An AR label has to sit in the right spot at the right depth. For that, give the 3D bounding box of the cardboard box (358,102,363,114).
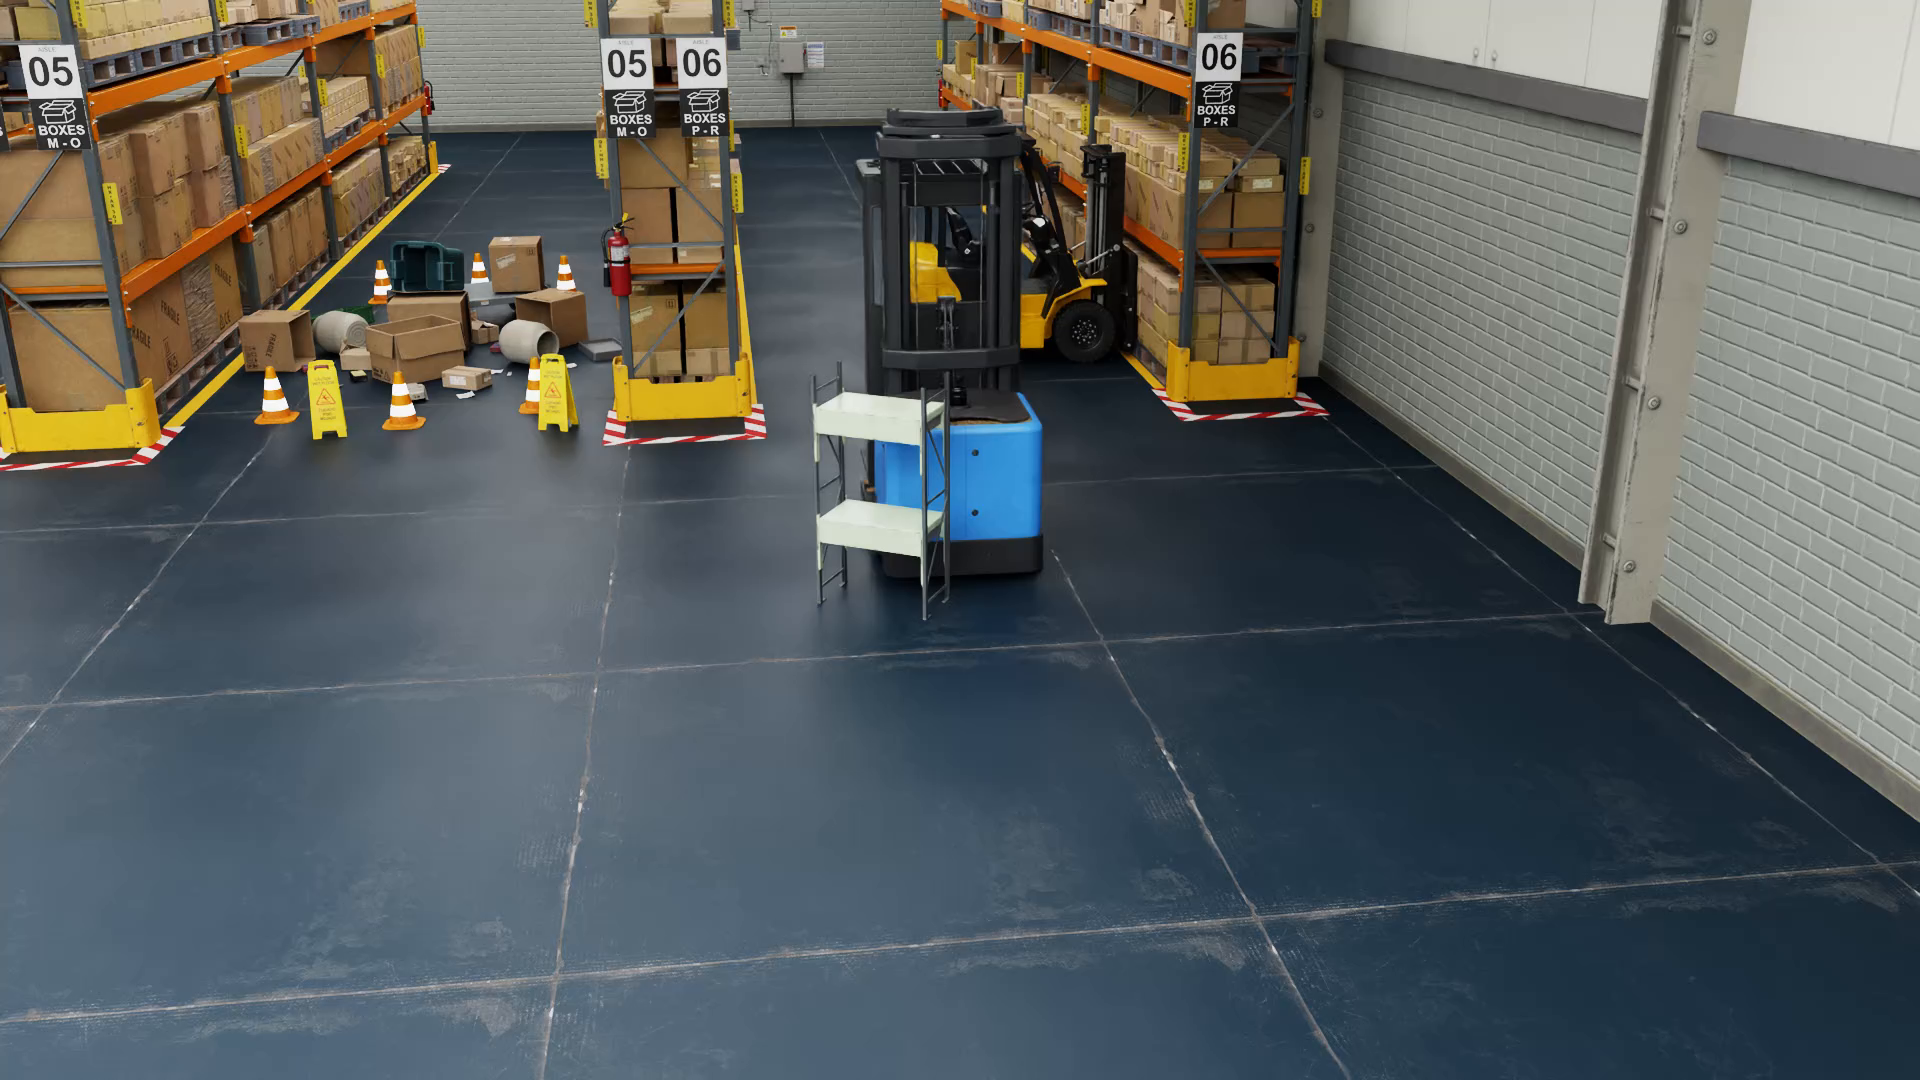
[{"bbox_3d":[-8.711,-6.142,23.633,0.380,0.149,0.250,-3,21,-8],"label":"cardboard box"}]

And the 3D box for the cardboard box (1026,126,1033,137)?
[{"bbox_3d":[1.158,-5.282,21.786,0.500,0.250,0.500,-3,21,-8],"label":"cardboard box"}]

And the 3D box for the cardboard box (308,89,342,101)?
[{"bbox_3d":[-8.526,-5.965,22.307,0.380,0.149,0.250,-2,21,-6],"label":"cardboard box"}]

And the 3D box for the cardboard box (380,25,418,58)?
[{"bbox_3d":[-9.301,-8.261,27.549,0.500,0.500,0.500,-3,21,-9],"label":"cardboard box"}]

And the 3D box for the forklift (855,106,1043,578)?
[{"bbox_3d":[-0.155,-1.602,11.817,1.130,2.935,3.031,-3,21,-7],"label":"forklift"}]

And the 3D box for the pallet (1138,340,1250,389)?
[{"bbox_3d":[2.337,-1.705,15.979,1.003,0.211,1.213,-3,21,-8],"label":"pallet"}]

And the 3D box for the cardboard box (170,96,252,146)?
[{"bbox_3d":[-8.037,-4.462,17.804,0.700,0.500,0.500,-3,21,-9],"label":"cardboard box"}]

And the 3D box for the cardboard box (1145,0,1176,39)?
[{"bbox_3d":[2.135,-4.945,15.495,0.700,0.500,0.500,-3,21,-7],"label":"cardboard box"}]

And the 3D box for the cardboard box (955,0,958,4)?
[{"bbox_3d":[0.123,-8.918,27.378,0.380,0.149,0.250,-3,21,-8],"label":"cardboard box"}]

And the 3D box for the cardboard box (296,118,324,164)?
[{"bbox_3d":[-8.129,-4.887,20.369,0.500,0.500,0.500,-3,21,-8],"label":"cardboard box"}]

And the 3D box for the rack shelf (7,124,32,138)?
[{"bbox_3d":[-13.671,-5.122,22.172,1.077,0.370,4.000,-3,21,-8],"label":"rack shelf"}]

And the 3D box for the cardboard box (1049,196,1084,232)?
[{"bbox_3d":[1.611,-3.927,20.737,0.875,0.625,0.625,-4,21,-10],"label":"cardboard box"}]

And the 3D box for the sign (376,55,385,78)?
[{"bbox_3d":[-8.488,-6.939,24.352,0.100,0.325,0.005,-3,21,-8],"label":"sign"}]

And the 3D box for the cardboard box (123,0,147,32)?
[{"bbox_3d":[-7.270,-4.460,14.131,0.500,0.250,0.500,-3,21,-8],"label":"cardboard box"}]

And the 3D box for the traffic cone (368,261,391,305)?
[{"bbox_3d":[-6.582,-2.949,18.951,0.336,0.463,0.334,-3,21,-8],"label":"traffic cone"}]

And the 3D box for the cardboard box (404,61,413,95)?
[{"bbox_3d":[-9.142,-7.442,26.786,0.500,0.500,0.500,-3,21,-8],"label":"cardboard box"}]

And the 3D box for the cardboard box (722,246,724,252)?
[{"bbox_3d":[-2.275,-2.690,14.990,0.380,0.149,0.250,-4,21,-9],"label":"cardboard box"}]

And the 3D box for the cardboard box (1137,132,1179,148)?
[{"bbox_3d":[1.982,-3.971,16.565,0.380,0.149,0.250,-3,21,-8],"label":"cardboard box"}]

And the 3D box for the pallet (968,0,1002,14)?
[{"bbox_3d":[0.783,-7.991,24.806,1.213,0.211,1.003,-3,21,-8],"label":"pallet"}]

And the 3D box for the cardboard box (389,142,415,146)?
[{"bbox_3d":[-9.169,-6.455,27.337,0.380,0.149,0.250,-4,21,-10],"label":"cardboard box"}]

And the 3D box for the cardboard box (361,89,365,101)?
[{"bbox_3d":[-8.744,-6.366,23.808,0.380,0.149,0.250,-3,21,-7],"label":"cardboard box"}]

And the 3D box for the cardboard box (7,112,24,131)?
[{"bbox_3d":[-13.621,-6.051,23.486,0.500,0.500,0.500,-3,21,-8],"label":"cardboard box"}]

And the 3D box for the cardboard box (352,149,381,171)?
[{"bbox_3d":[-8.679,-5.499,24.053,0.500,0.250,0.500,-3,21,-9],"label":"cardboard box"}]

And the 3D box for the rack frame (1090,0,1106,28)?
[{"bbox_3d":[1.912,-6.944,17.446,1.000,3.000,0.127,-3,21,-8],"label":"rack frame"}]

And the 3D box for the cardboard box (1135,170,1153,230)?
[{"bbox_3d":[2.018,-3.310,16.148,0.500,0.500,0.500,-3,21,-9],"label":"cardboard box"}]

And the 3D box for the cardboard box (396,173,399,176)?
[{"bbox_3d":[-8.982,-5.631,25.981,0.380,0.149,0.250,-3,21,-9],"label":"cardboard box"}]

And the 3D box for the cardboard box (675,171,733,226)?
[{"bbox_3d":[-2.294,-3.040,15.001,0.500,0.500,0.500,-2,21,-6],"label":"cardboard box"}]

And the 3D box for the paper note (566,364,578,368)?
[{"bbox_3d":[-3.821,-1.710,16.252,0.142,0.019,0.148,-11,23,-26],"label":"paper note"}]

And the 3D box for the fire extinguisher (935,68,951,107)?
[{"bbox_3d":[-0.296,-8.105,29.773,0.296,0.674,0.183,-3,21,-8],"label":"fire extinguisher"}]

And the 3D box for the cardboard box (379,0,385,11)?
[{"bbox_3d":[-8.923,-8.049,24.906,0.500,0.250,0.500,-3,21,-9],"label":"cardboard box"}]

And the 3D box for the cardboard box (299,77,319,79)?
[{"bbox_3d":[-9.435,-6.565,23.915,0.380,0.149,0.250,-2,21,-5],"label":"cardboard box"}]

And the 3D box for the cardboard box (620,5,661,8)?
[{"bbox_3d":[-2.971,-4.883,15.436,0.380,0.149,0.250,-3,21,-7],"label":"cardboard box"}]

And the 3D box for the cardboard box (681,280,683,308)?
[{"bbox_3d":[-3.020,-2.560,16.540,0.500,0.500,0.500,-2,21,-5],"label":"cardboard box"}]

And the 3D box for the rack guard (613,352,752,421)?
[{"bbox_3d":[-2.434,-1.352,14.622,1.175,0.500,0.348,-3,21,-8],"label":"rack guard"}]

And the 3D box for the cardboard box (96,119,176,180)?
[{"bbox_3d":[-7.644,-3.482,14.995,0.875,0.550,0.500,-3,21,-8],"label":"cardboard box"}]

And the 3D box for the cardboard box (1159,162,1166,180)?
[{"bbox_3d":[2.094,-3.471,15.654,0.380,0.149,0.250,-3,21,-8],"label":"cardboard box"}]

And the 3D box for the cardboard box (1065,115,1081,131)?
[{"bbox_3d":[1.436,-4.851,19.348,0.380,0.149,0.250,-4,21,-9],"label":"cardboard box"}]

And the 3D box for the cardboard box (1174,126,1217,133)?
[{"bbox_3d":[2.419,-4.174,17.109,0.380,0.149,0.250,-3,21,-9],"label":"cardboard box"}]

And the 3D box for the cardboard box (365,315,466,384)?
[{"bbox_3d":[-5.181,-1.808,15.837,0.637,0.503,0.797,17,27,39],"label":"cardboard box"}]

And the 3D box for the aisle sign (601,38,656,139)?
[{"bbox_3d":[-2.701,-3.679,13.563,0.394,0.787,0.004,-3,21,-8],"label":"aisle sign"}]

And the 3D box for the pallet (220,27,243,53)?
[{"bbox_3d":[-8.064,-5.228,17.412,0.805,0.209,1.217,-4,21,-10],"label":"pallet"}]

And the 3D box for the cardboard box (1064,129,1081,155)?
[{"bbox_3d":[1.507,-4.632,19.331,0.500,0.250,0.500,-3,21,-9],"label":"cardboard box"}]

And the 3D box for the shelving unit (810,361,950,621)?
[{"bbox_3d":[-0.487,-0.311,10.404,0.755,1.500,0.431,8,22,20],"label":"shelving unit"}]

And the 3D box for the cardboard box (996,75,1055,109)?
[{"bbox_3d":[0.917,-6.319,23.601,0.797,0.503,0.637,-3,21,-9],"label":"cardboard box"}]

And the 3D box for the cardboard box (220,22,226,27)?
[{"bbox_3d":[-7.723,-5.405,17.061,0.258,0.266,0.396,-3,21,-9],"label":"cardboard box"}]

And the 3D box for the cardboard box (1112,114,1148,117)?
[{"bbox_3d":[1.994,-4.886,19.441,0.380,0.149,0.250,-3,21,-8],"label":"cardboard box"}]

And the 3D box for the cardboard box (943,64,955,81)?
[{"bbox_3d":[-0.019,-8.187,29.137,0.500,0.250,0.500,-3,21,-7],"label":"cardboard box"}]

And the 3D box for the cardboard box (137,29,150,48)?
[{"bbox_3d":[-7.221,-4.315,14.311,0.380,0.149,0.250,-3,21,-8],"label":"cardboard box"}]

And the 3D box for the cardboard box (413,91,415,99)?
[{"bbox_3d":[-9.236,-7.362,27.498,0.380,0.149,0.250,-3,21,-8],"label":"cardboard box"}]

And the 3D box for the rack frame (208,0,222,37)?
[{"bbox_3d":[-7.883,-6.408,16.011,1.000,3.000,0.127,-3,21,-8],"label":"rack frame"}]

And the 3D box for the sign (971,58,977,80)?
[{"bbox_3d":[0.223,-7.279,25.680,0.100,0.325,0.005,-3,21,-8],"label":"sign"}]

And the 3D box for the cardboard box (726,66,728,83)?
[{"bbox_3d":[-2.149,-3.916,13.985,0.380,0.149,0.250,-3,21,-8],"label":"cardboard box"}]

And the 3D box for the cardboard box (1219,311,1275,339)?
[{"bbox_3d":[2.626,-2.065,15.572,0.500,0.250,0.500,-3,21,-7],"label":"cardboard box"}]

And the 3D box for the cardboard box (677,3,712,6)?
[{"bbox_3d":[-2.484,-4.998,15.744,0.380,0.149,0.250,-3,21,-7],"label":"cardboard box"}]
